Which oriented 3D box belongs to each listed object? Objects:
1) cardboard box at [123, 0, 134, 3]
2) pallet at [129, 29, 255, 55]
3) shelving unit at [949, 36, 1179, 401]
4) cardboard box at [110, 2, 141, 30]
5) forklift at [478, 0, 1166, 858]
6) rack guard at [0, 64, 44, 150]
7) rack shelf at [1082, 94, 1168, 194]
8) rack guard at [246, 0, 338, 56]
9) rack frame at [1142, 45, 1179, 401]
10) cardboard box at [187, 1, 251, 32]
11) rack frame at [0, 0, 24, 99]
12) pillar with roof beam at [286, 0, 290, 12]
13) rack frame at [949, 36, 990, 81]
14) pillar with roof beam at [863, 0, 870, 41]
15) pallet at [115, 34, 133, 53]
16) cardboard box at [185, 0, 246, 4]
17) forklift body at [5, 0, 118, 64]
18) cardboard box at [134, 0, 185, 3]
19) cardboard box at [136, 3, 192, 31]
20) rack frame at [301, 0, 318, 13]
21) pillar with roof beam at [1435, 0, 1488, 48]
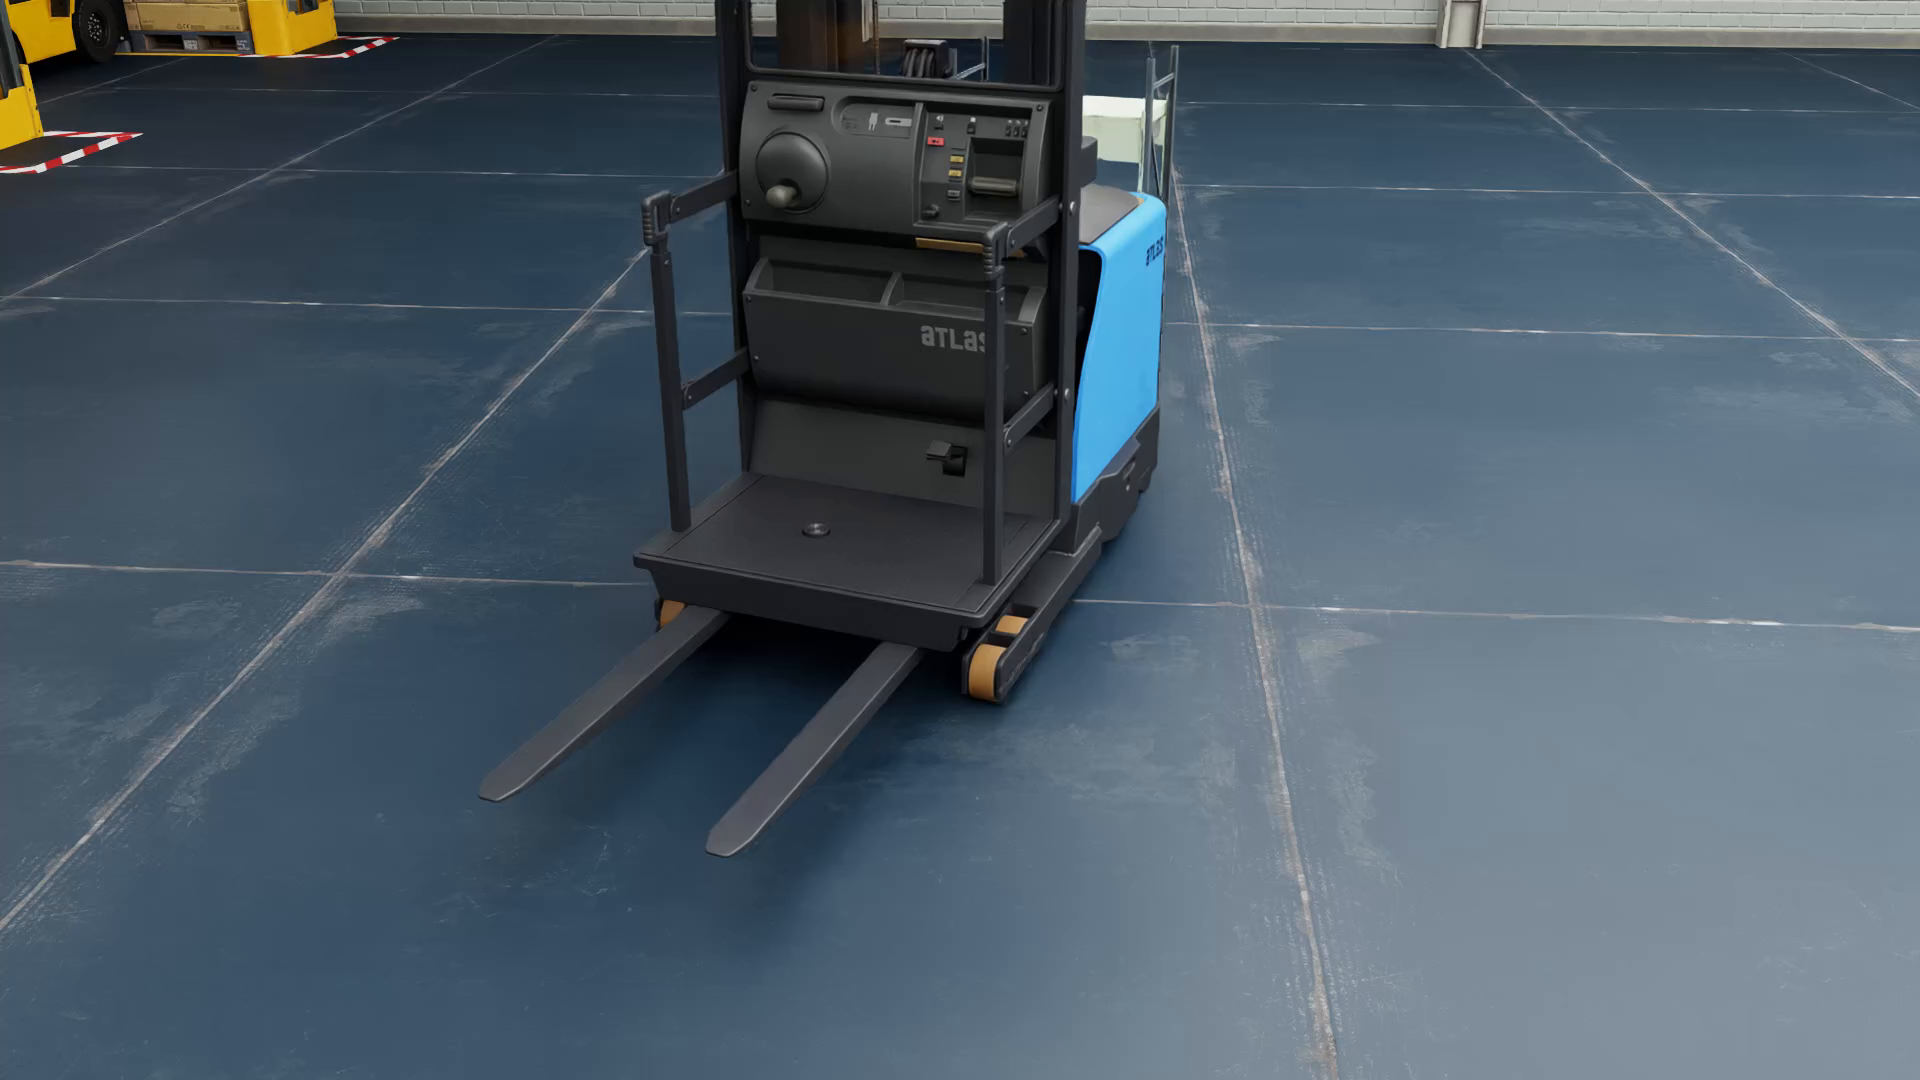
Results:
[{"bbox_3d":[-8.001,-5.257,15.776,0.500,0.250,0.500,1,25,3],"label":"cardboard box"},{"bbox_3d":[-7.242,-4.915,16.179,1.213,0.211,1.003,2,25,4],"label":"pallet"},{"bbox_3d":[0.378,-1.109,6.356,0.755,1.500,0.431,9,25,18],"label":"shelving unit"},{"bbox_3d":[-7.962,-5.040,15.901,0.500,0.250,0.500,2,25,5],"label":"cardboard box"},{"bbox_3d":[-0.275,-1.066,4.560,1.130,2.935,3.031,9,26,19],"label":"forklift"},{"bbox_3d":[-6.929,-2.973,11.613,0.348,0.500,1.175,2,25,4],"label":"rack guard"},{"bbox_3d":[0.381,-1.466,6.198,0.720,0.370,0.431,9,25,18],"label":"rack shelf"},{"bbox_3d":[-6.453,-5.039,16.102,0.348,0.500,1.175,2,25,4],"label":"rack guard"},{"bbox_3d":[0.723,-1.057,6.243,0.023,1.500,0.400,9,25,18],"label":"rack frame"},{"bbox_3d":[-6.969,-5.000,15.815,0.500,0.250,0.500,2,25,4],"label":"cardboard box"},{"bbox_3d":[-6.853,-4.106,11.085,0.127,3.000,1.000,2,25,4],"label":"rack frame"},{"bbox_3d":[-7.431,-7.504,11.293,0.400,9.000,9.100,2,25,4],"label":"pillar with roof beam"},{"bbox_3d":[0.034,-1.161,6.468,0.023,1.500,0.400,9,25,18],"label":"rack frame"},{"bbox_3d":[-1.449,-7.312,10.875,0.400,9.000,9.100,2,25,4],"label":"pillar with roof beam"},{"bbox_3d":[-8.455,-4.955,16.267,1.213,0.211,1.003,2,25,4],"label":"pallet"},{"bbox_3d":[-6.986,-5.229,15.714,0.500,0.250,0.500,2,25,3],"label":"cardboard box"},{"bbox_3d":[-8.507,-5.090,14.238,1.214,2.155,2.313,2,25,4],"label":"forklift body"},{"bbox_3d":[-7.485,-5.249,15.759,0.500,0.250,0.500,2,25,3],"label":"cardboard box"},{"bbox_3d":[-7.464,-5.020,15.858,0.500,0.250,0.500,2,25,4],"label":"cardboard box"},{"bbox_3d":[-6.477,-6.175,15.581,0.127,3.000,1.000,2,25,4],"label":"rack frame"},{"bbox_3d":[4.533,-7.120,10.458,0.400,9.000,9.100,2,25,4],"label":"pillar with roof beam"}]
